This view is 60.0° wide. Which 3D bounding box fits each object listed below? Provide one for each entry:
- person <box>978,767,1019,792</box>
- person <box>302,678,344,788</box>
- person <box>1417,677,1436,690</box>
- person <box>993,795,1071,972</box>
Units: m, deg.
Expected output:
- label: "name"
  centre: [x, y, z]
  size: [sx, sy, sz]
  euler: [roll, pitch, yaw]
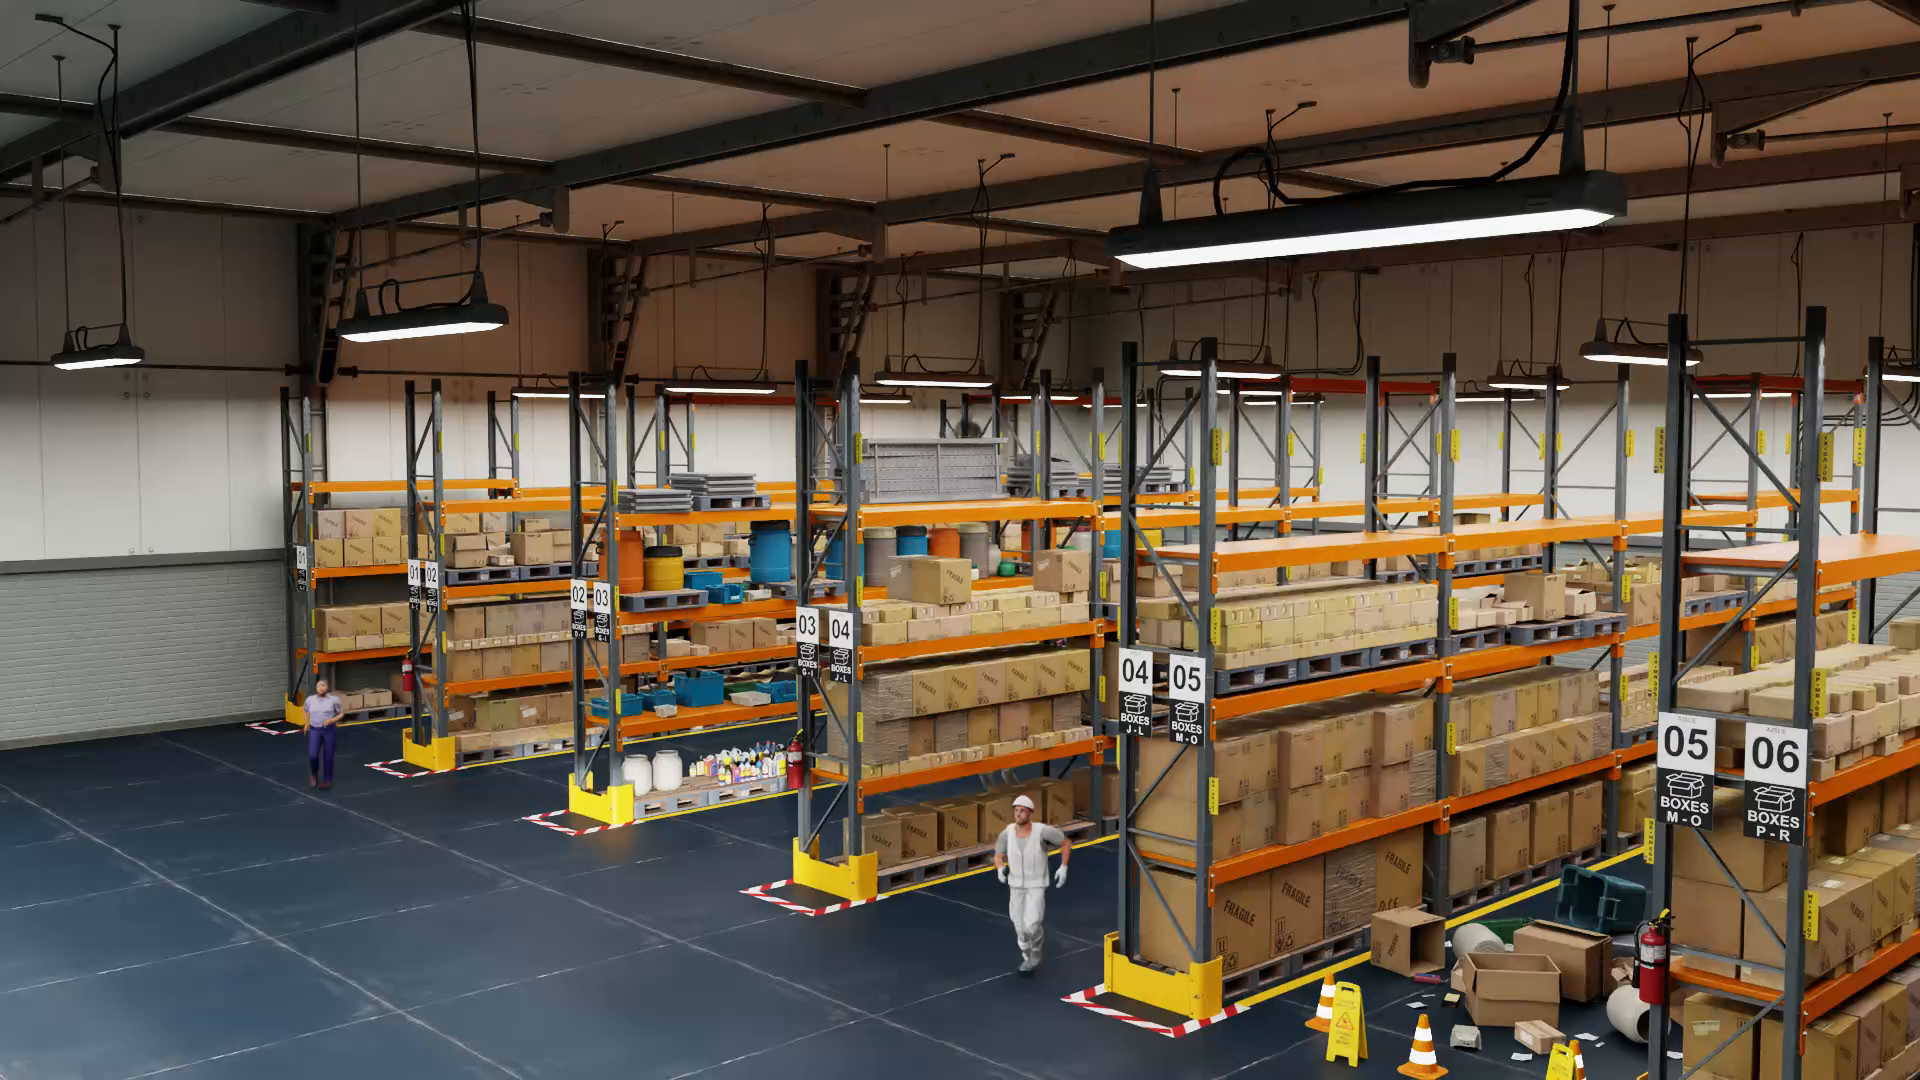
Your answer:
- label: "person"
  centre: [0.563, 2.892, 22.825]
  size: [0.581, 1.716, 0.729]
  euler: [3, 5, 39]
- label: "person"
  centre: [-9.229, 2.812, 24.080]
  size: [0.591, 1.609, 0.604]
  euler: [-1, 4, -15]
- label: "person"
  centre: [6.858, 2.753, 24.336]
  size: [0.593, 1.697, 0.894]
  euler: [3, 5, 40]
- label: "person"
  centre: [0.646, 3.277, 15.691]
  size: [0.695, 1.735, 0.758]
  euler: [1, 4, 22]
